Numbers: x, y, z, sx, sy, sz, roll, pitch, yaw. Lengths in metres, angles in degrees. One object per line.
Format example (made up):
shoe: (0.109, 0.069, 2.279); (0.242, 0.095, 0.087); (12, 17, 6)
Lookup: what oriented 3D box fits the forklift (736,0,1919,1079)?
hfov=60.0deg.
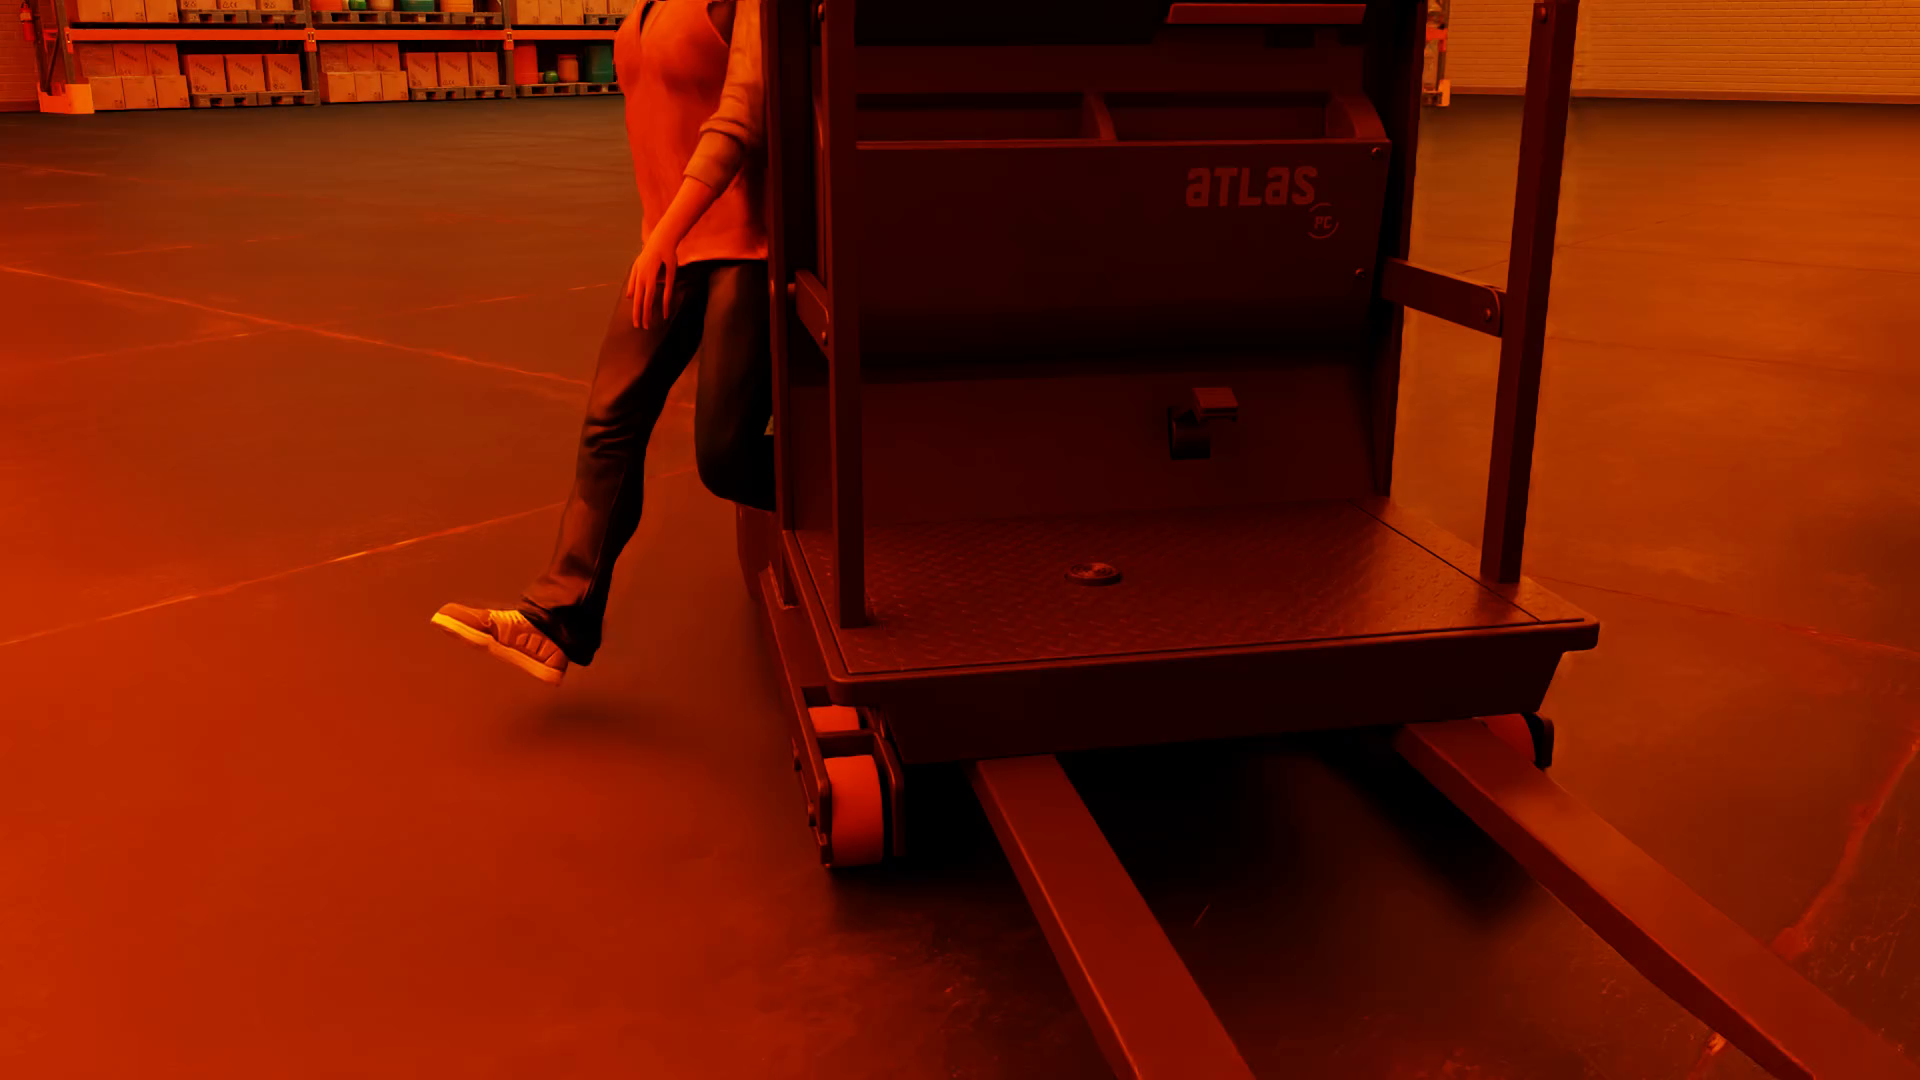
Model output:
forklift: (0.276, -1.046, 2.343); (1.130, 2.935, 3.031); (-3, 17, -11)

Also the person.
person: (-0.510, -0.488, 2.866); (0.862, 1.510, 0.575); (-15, 23, -41)
